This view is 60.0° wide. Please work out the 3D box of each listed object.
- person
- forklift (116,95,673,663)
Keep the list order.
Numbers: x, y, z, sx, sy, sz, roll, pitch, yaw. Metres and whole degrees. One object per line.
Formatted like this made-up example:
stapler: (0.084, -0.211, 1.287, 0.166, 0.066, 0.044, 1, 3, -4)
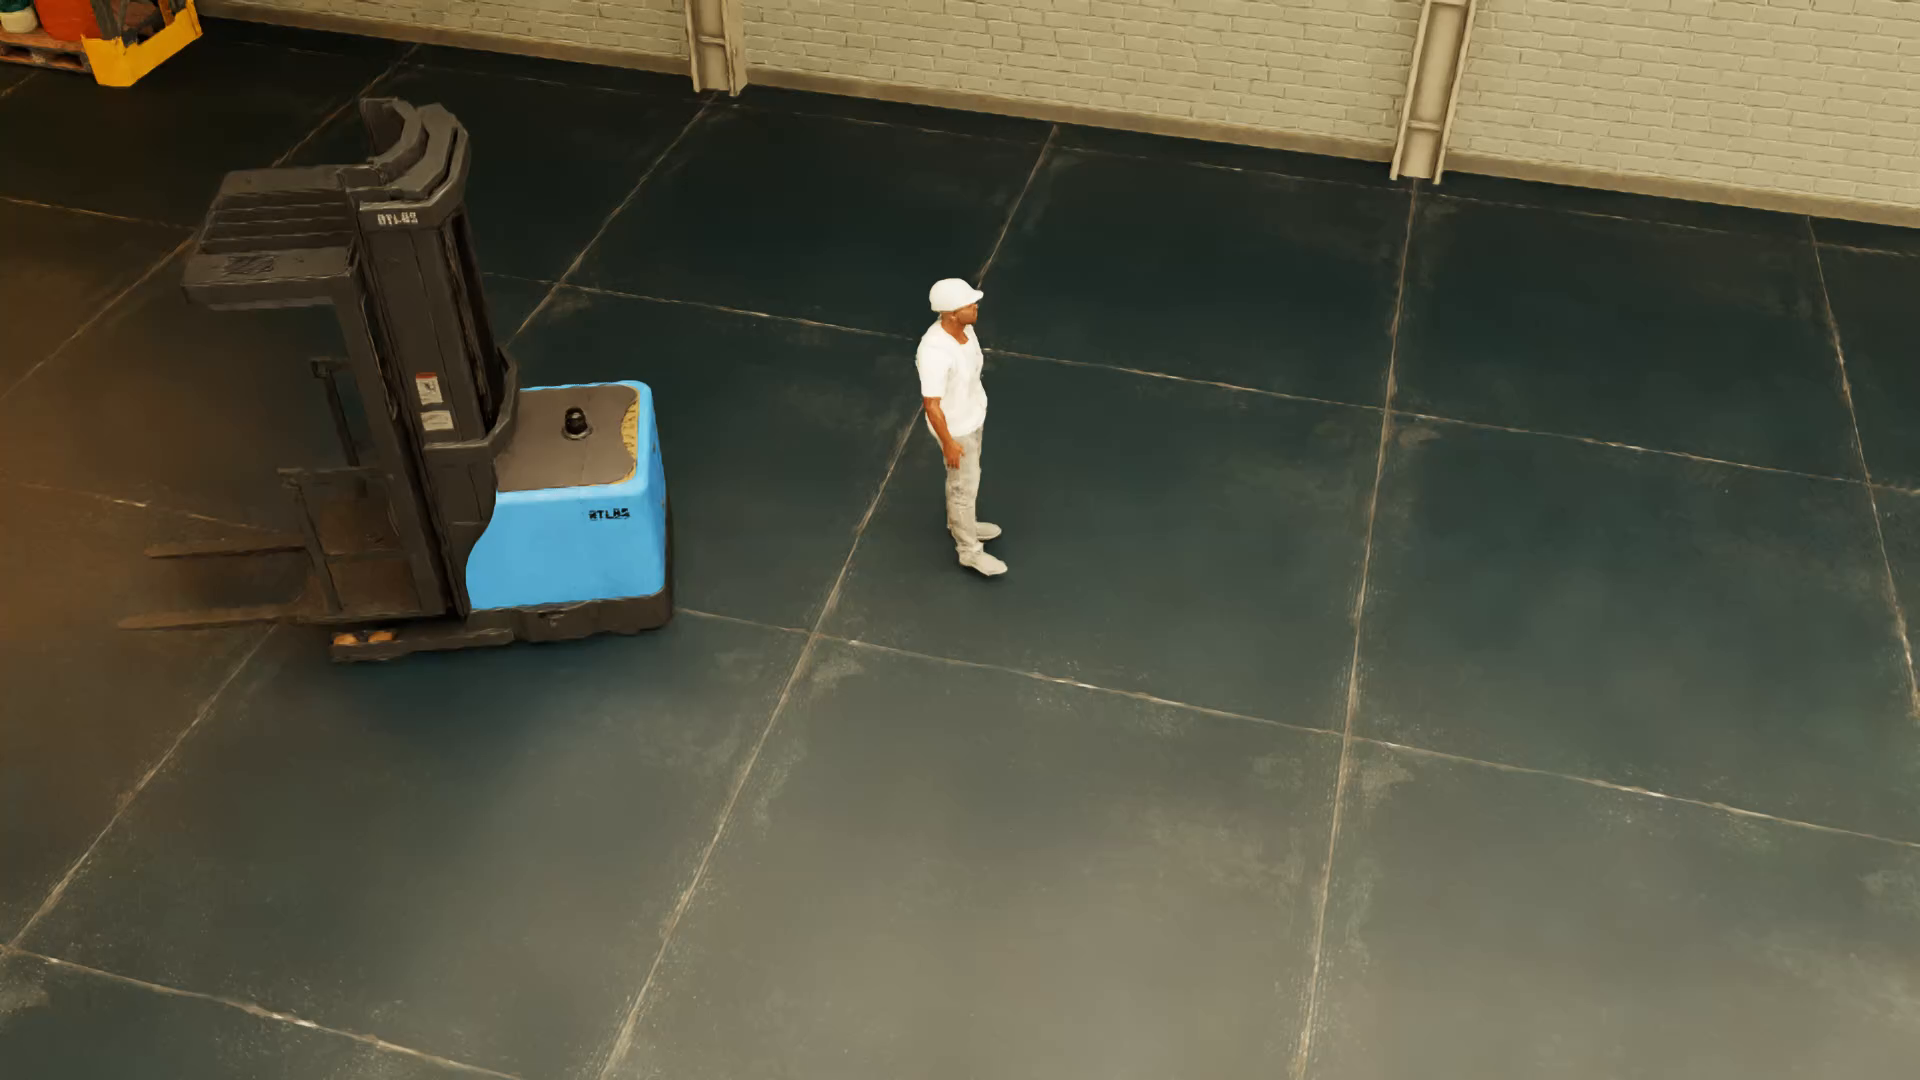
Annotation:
person: (0.066, -0.684, 9.455, 0.576, 1.766, 0.665, 10, 42, 11)
forklift: (-3.202, -0.785, 8.757, 3.031, 2.935, 1.130, -5, 41, -5)
